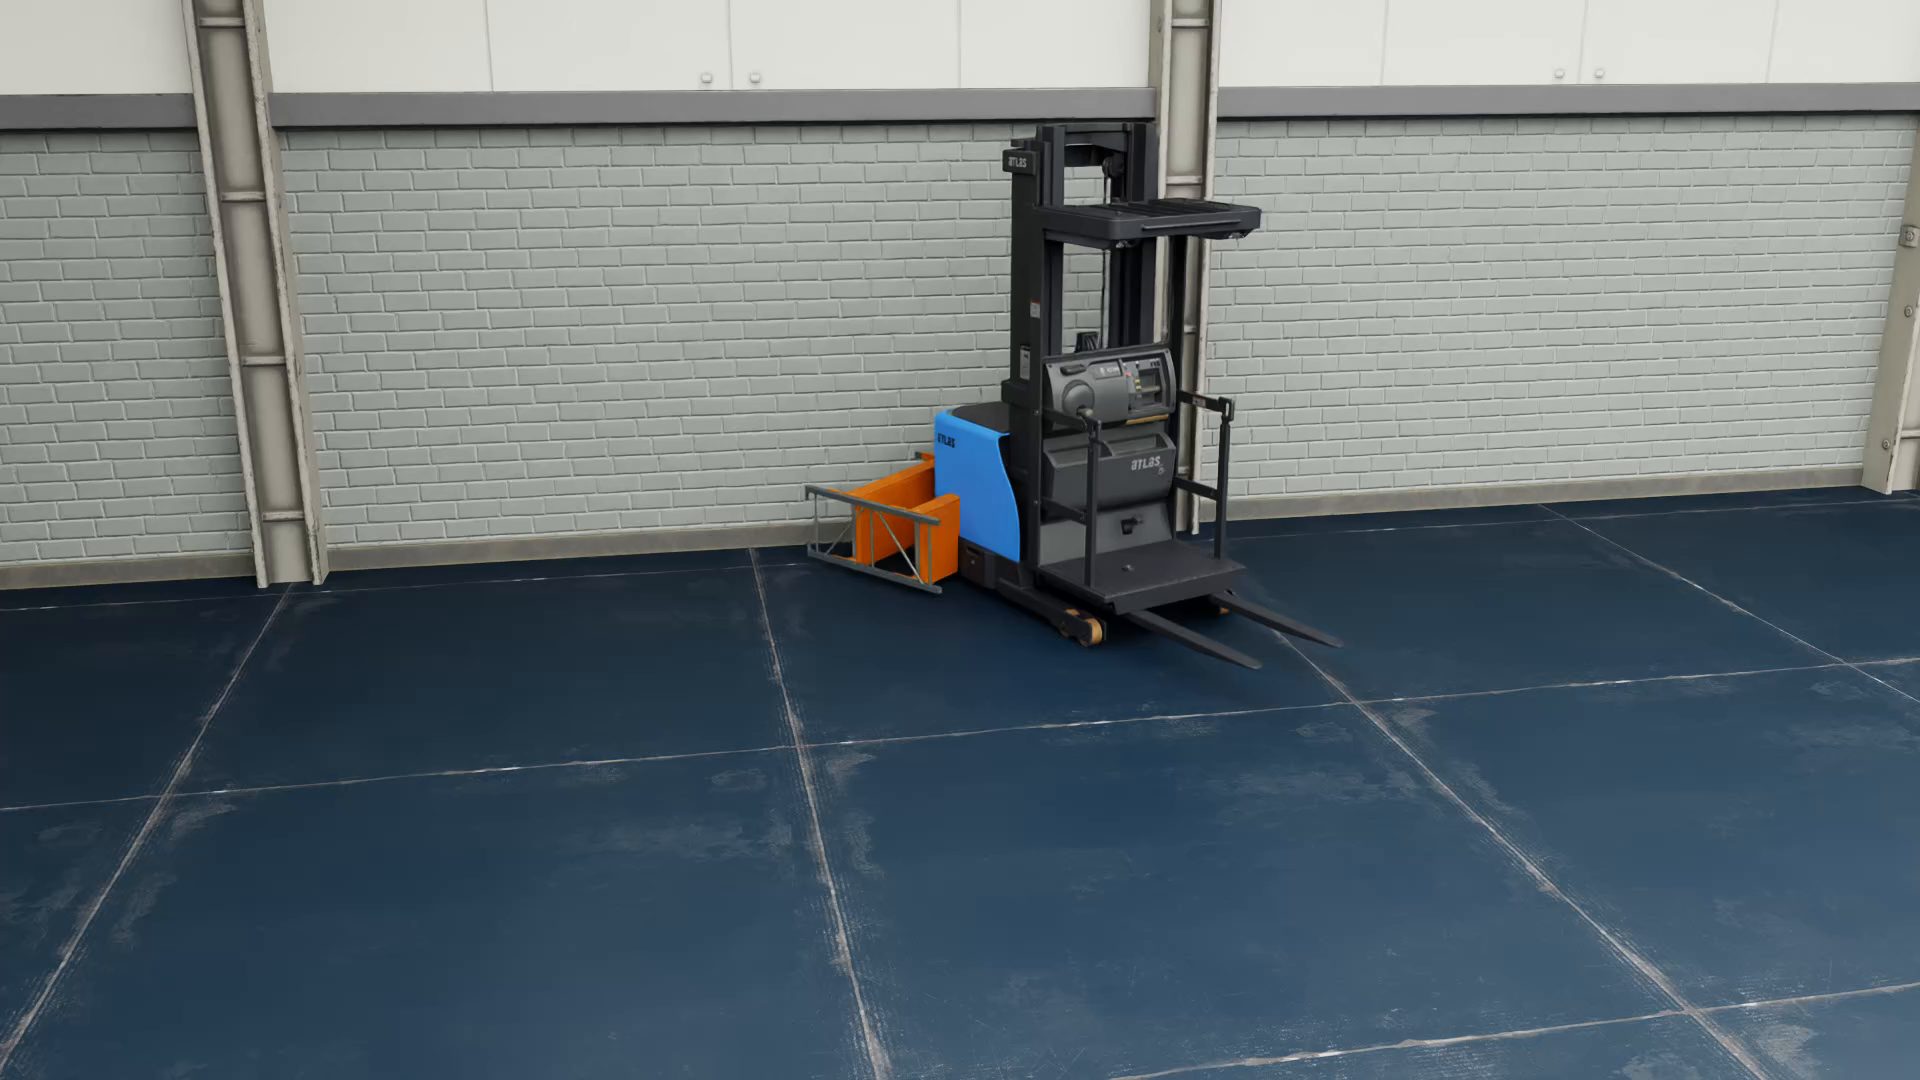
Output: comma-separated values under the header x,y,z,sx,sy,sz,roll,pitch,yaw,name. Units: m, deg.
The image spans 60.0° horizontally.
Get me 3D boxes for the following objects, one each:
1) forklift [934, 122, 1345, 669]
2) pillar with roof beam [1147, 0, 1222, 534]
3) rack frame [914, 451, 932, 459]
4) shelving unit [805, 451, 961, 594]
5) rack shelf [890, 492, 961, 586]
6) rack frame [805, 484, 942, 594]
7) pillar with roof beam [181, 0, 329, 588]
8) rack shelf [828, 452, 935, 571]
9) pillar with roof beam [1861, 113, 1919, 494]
x,y,z,sx,sy,sz,roll,pitch,yaw,name
1.032,-0.932,9.856,1.130,2.935,3.031,-11,20,-31,forklift
2.312,-3.139,6.706,0.400,9.000,9.100,-3,17,-10,pillar with roof beam
0.051,-0.298,11.524,1.125,0.500,0.032,15,25,35,rack frame
-0.261,-0.155,11.148,1.125,0.538,1.048,15,25,35,shelving unit
-0.029,-0.093,10.980,0.278,0.538,1.000,15,25,35,rack shelf
-0.572,-0.012,10.773,1.125,0.500,0.032,15,25,35,rack frame
-3.579,-2.805,5.618,0.400,9.000,9.100,-3,17,-10,pillar with roof beam
-0.454,-0.207,11.289,0.278,0.538,1.000,15,25,35,rack shelf
8.203,-3.473,7.794,0.400,9.000,9.100,-3,17,-10,pillar with roof beam
